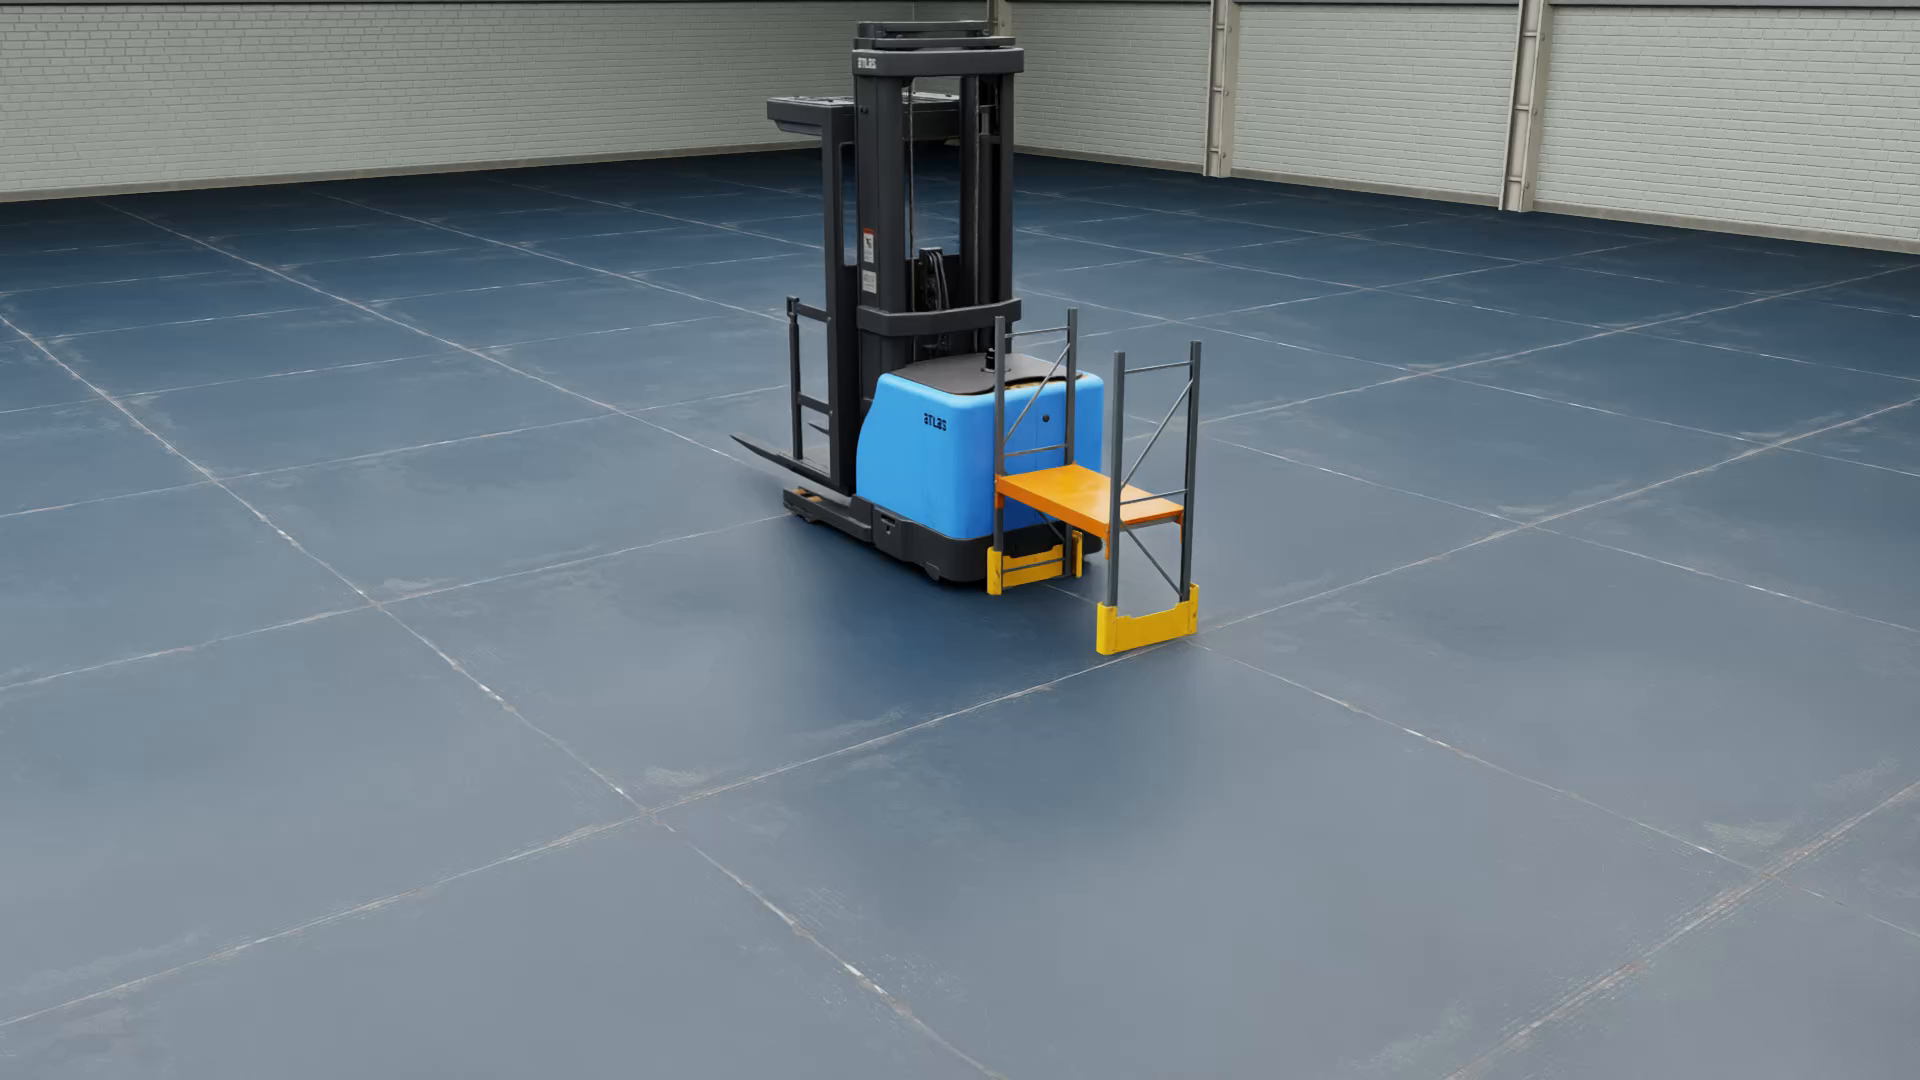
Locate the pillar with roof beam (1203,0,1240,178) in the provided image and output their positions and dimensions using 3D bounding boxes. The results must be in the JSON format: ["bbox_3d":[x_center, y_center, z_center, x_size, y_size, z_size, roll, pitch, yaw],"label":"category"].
[{"bbox_3d":[1.121,-9.788,25.108,9.100,9.000,0.400,-14,23,-36],"label":"pillar with roof beam"}]

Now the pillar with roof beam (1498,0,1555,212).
[{"bbox_3d":[4.846,-8.310,20.643,9.100,9.000,0.400,-14,23,-36],"label":"pillar with roof beam"}]

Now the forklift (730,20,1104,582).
[{"bbox_3d":[-0.437,-1.569,9.938,1.130,2.935,3.031,-12,22,-33],"label":"forklift"}]

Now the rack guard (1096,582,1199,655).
[{"bbox_3d":[0.937,0.390,8.287,0.587,0.250,0.087,-11,21,-30],"label":"rack guard"}]

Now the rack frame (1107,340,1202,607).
[{"bbox_3d":[0.938,-0.203,8.090,0.500,1.500,0.032,-11,21,-30],"label":"rack frame"}]

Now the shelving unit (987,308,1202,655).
[{"bbox_3d":[0.674,-0.336,8.492,0.587,1.500,1.083,-11,21,-30],"label":"shelving unit"}]

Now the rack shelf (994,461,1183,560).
[{"bbox_3d":[0.669,-0.168,8.556,0.538,0.185,1.000,-11,21,-30],"label":"rack shelf"}]

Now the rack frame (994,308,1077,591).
[{"bbox_3d":[0.401,-0.474,8.909,0.500,1.500,0.032,-11,21,-30],"label":"rack frame"}]

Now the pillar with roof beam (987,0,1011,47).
[{"bbox_3d":[-2.604,-11.267,29.573,9.100,9.000,0.400,-14,23,-36],"label":"pillar with roof beam"}]

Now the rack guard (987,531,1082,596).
[{"bbox_3d":[0.411,0.124,9.090,0.587,0.250,0.087,-11,21,-30],"label":"rack guard"}]
